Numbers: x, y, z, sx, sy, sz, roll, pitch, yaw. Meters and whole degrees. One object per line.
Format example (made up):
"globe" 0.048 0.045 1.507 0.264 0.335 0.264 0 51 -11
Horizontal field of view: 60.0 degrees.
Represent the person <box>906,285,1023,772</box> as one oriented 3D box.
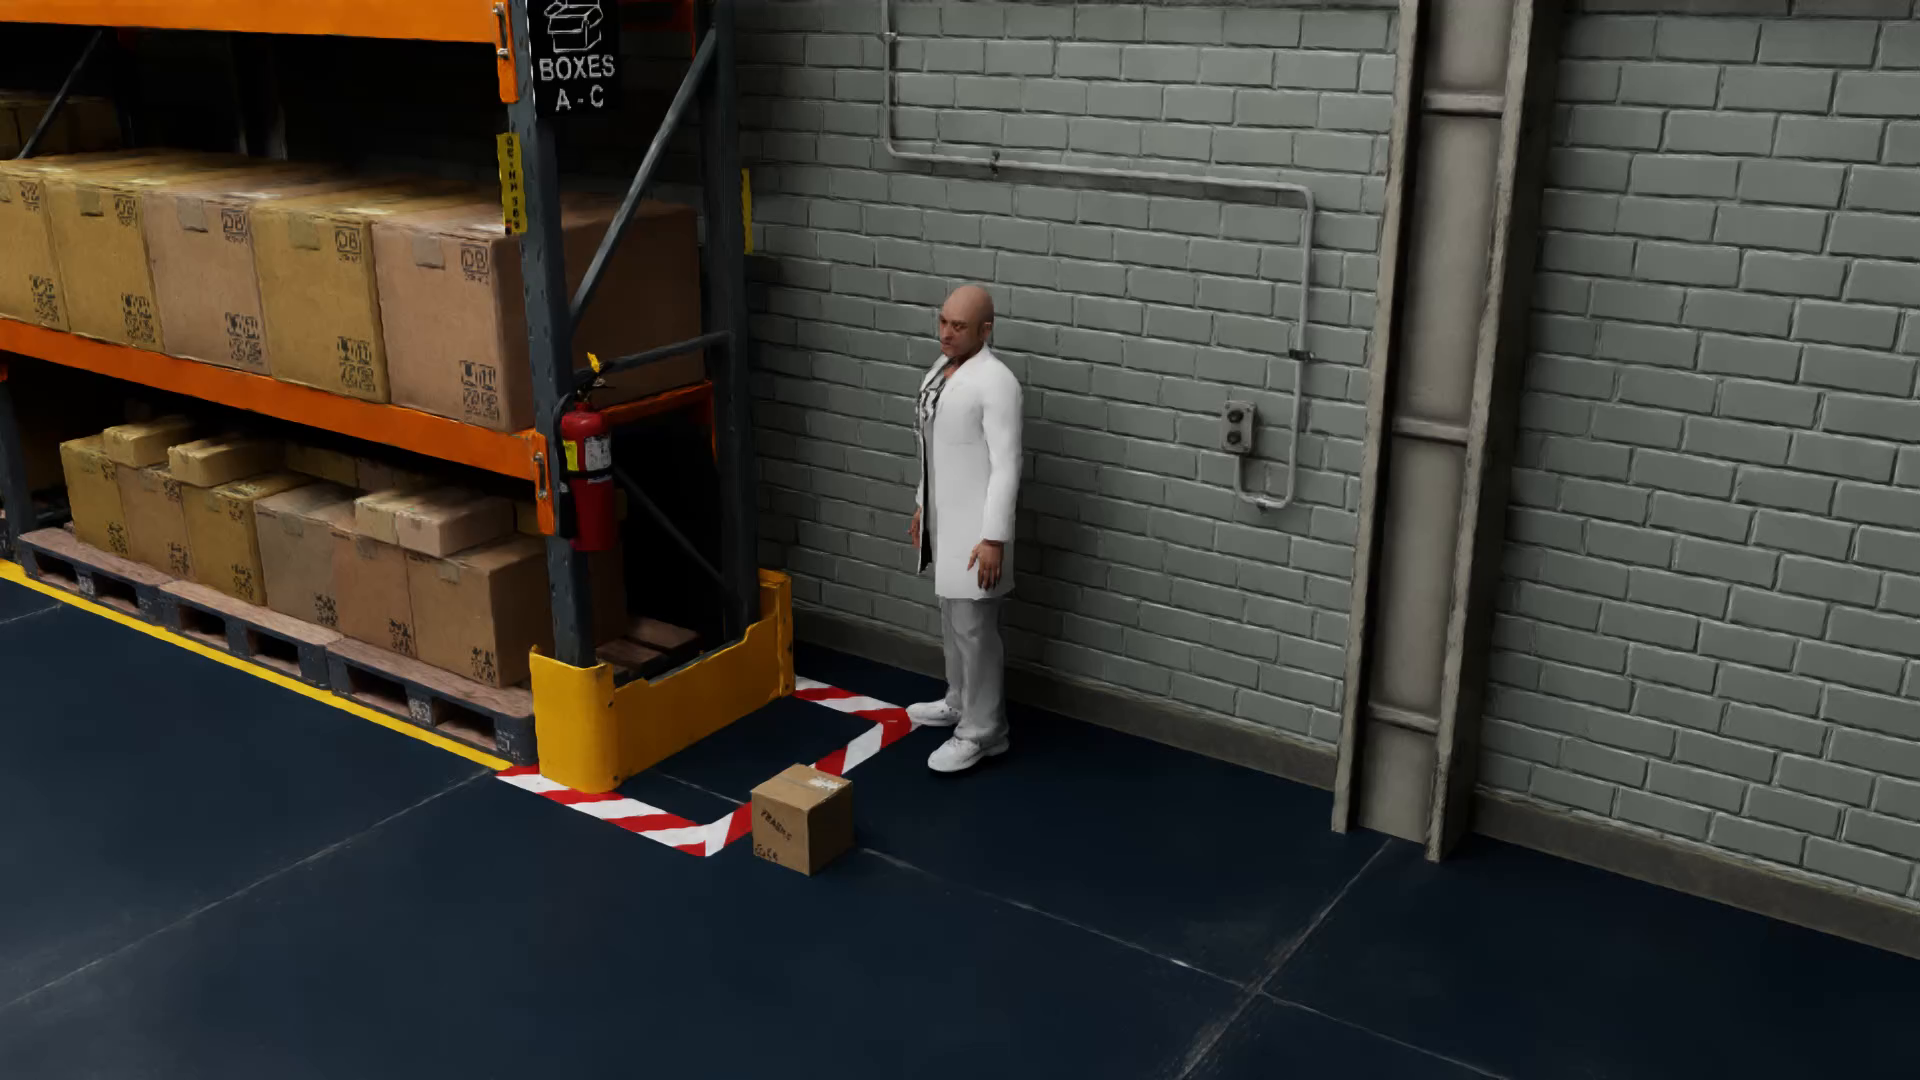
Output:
"person" 0.003 -0.045 6.136 0.415 1.785 0.644 -8 21 -21
